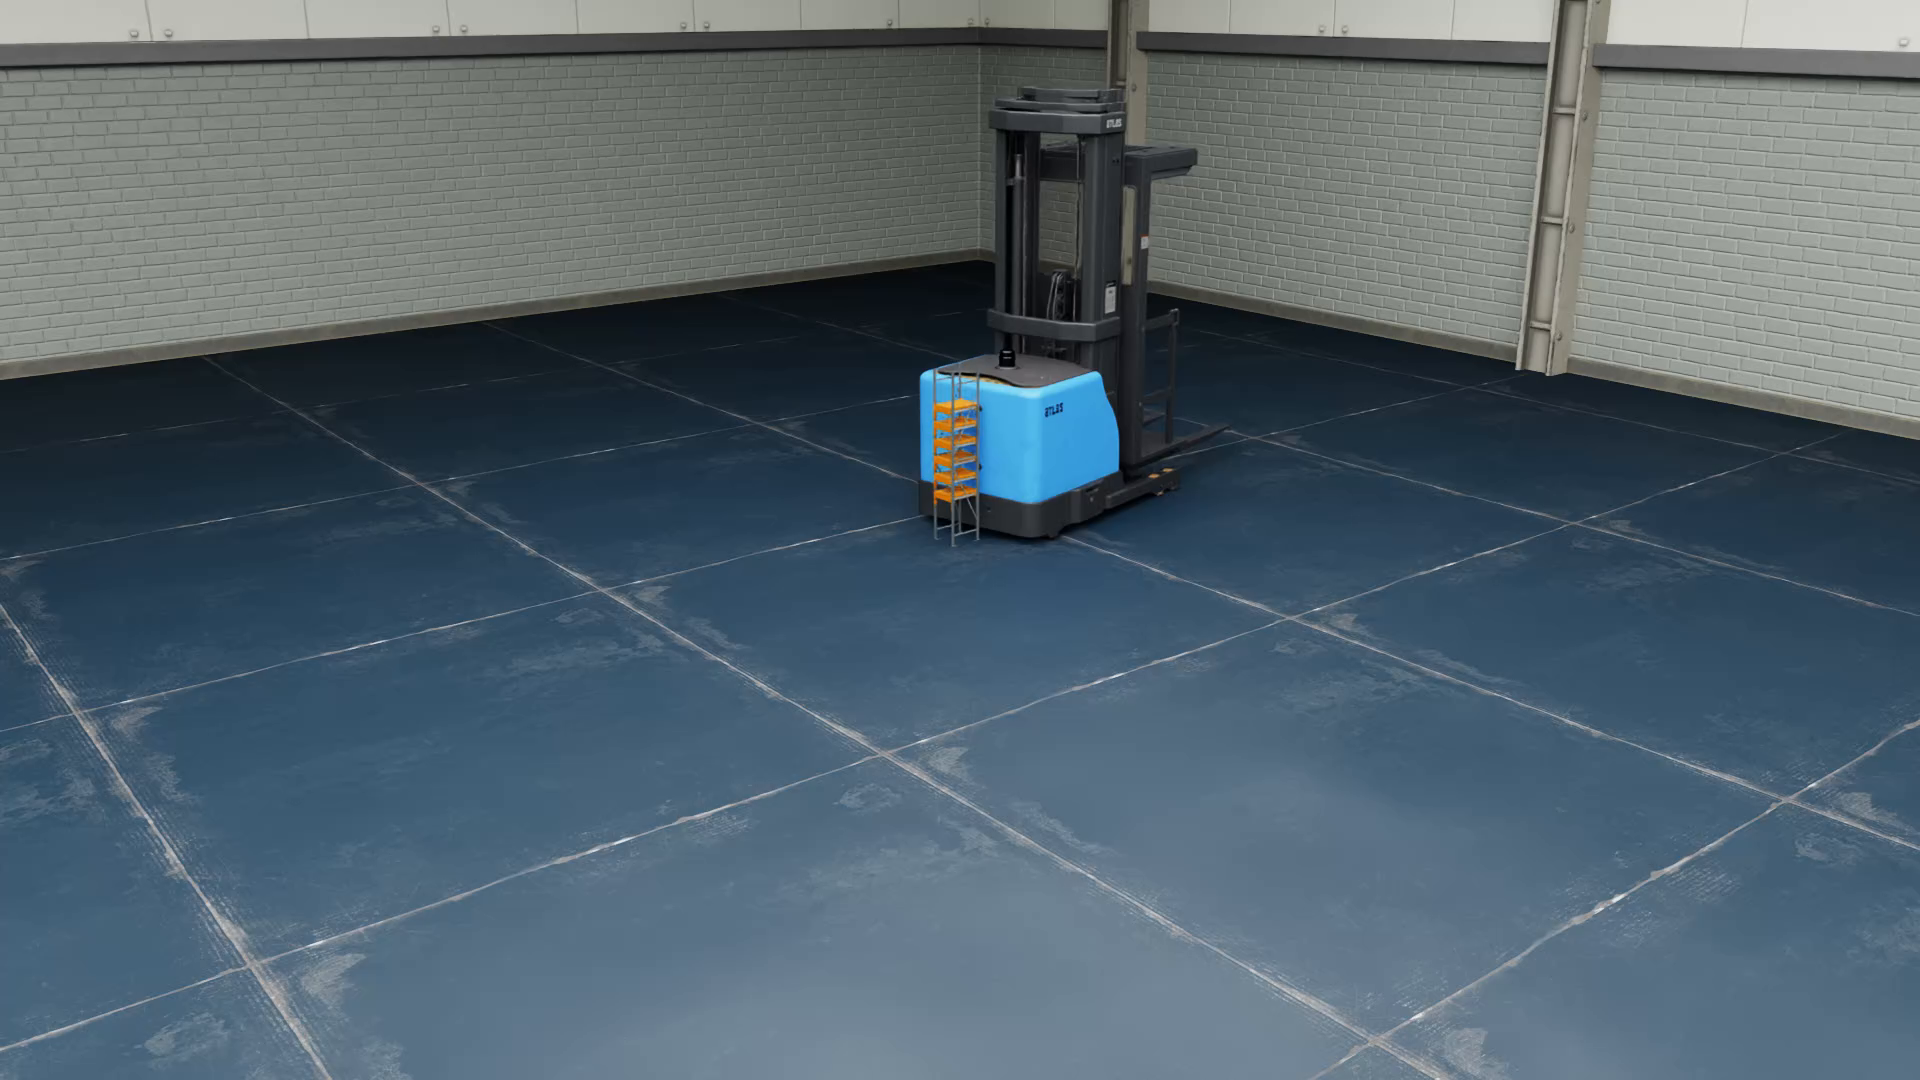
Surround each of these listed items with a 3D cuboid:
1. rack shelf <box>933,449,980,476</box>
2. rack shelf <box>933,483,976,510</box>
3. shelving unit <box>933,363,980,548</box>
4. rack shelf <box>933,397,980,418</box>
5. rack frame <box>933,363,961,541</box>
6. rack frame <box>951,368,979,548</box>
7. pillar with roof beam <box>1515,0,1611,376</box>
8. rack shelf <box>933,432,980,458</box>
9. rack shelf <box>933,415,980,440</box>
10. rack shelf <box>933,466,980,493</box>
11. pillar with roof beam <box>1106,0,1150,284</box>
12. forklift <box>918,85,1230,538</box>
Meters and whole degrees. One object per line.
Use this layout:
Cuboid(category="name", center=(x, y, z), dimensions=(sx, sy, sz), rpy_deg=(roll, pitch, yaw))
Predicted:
Cuboid(category="rack shelf", center=(-0.024, -0.521, 11.170), dimensions=(0.258, 0.103, 0.180), rpy_deg=(-15, 24, -38))
Cuboid(category="rack shelf", center=(-0.024, -0.294, 11.245), dimensions=(0.258, 0.103, 0.180), rpy_deg=(-15, 24, -38))
Cuboid(category="shelving unit", center=(-0.024, -0.564, 11.156), dimensions=(0.258, 1.200, 0.189), rpy_deg=(-15, 24, -38))
Cuboid(category="rack shelf", center=(-0.024, -0.863, 11.057), dimensions=(0.258, 0.103, 0.180), rpy_deg=(-15, 24, -38))
Cuboid(category="rack frame", center=(-0.084, -0.585, 11.222), dimensions=(0.240, 1.200, 0.006), rpy_deg=(-15, 24, -38))
Cuboid(category="rack frame", center=(0.036, -0.542, 11.090), dimensions=(0.240, 1.200, 0.006), rpy_deg=(-15, 24, -38))
Cuboid(category="pillar with roof beam", center=(2.363, -5.104, 12.460), dimensions=(9.100, 9.000, 0.400), rpy_deg=(-14, 23, -36))
Cuboid(category="rack shelf", center=(-0.024, -0.635, 11.132), dimensions=(0.258, 0.103, 0.180), rpy_deg=(-15, 24, -38))
Cuboid(category="rack shelf", center=(-0.024, -0.749, 11.094), dimensions=(0.258, 0.103, 0.180), rpy_deg=(-15, 24, -38))
Cuboid(category="rack shelf", center=(-0.024, -0.408, 11.208), dimensions=(0.258, 0.103, 0.180), rpy_deg=(-15, 24, -38))
Cuboid(category="pillar with roof beam", center=(-1.362, -6.582, 16.925), dimensions=(9.100, 9.000, 0.400), rpy_deg=(-14, 23, -36))
Cuboid(category="forklift", center=(1.005, -1.802, 12.141), dimensions=(1.130, 2.935, 3.031), rpy_deg=(14, 23, 35))
